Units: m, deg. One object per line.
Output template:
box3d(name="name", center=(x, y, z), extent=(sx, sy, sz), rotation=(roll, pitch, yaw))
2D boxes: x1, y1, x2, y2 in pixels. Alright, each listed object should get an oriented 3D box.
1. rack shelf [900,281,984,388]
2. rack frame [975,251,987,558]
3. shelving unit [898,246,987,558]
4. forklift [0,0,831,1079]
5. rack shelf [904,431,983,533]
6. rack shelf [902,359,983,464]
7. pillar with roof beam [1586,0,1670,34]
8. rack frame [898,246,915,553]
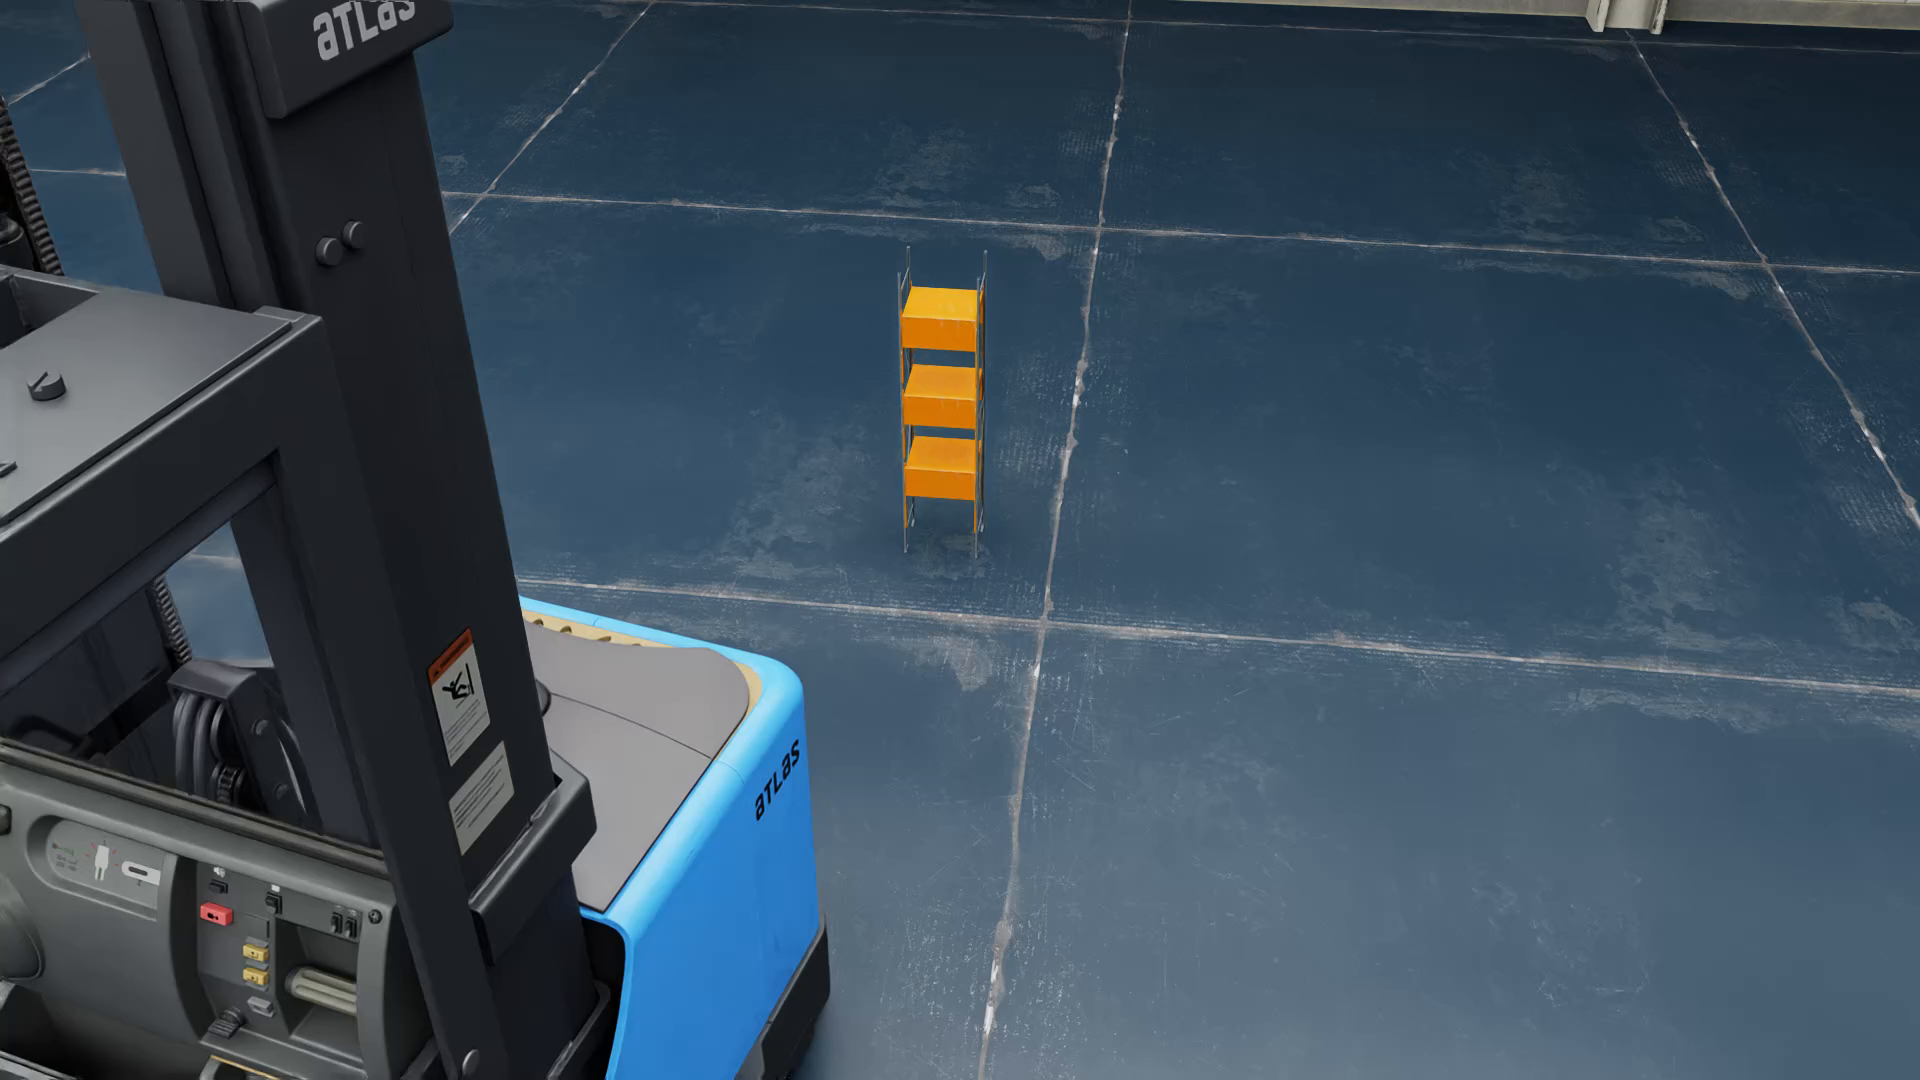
box3d(name="rack shelf", center=(-0.053, -0.654, 5.292), extent=(0.240, 0.259, 0.215), rotation=(4, 36, 6))
box3d(name="rack frame", center=(0.068, -0.422, 5.438), extent=(0.008, 1.050, 0.200), rotation=(4, 36, 6))
box3d(name="shelving unit", center=(-0.053, -0.431, 5.451), extent=(0.252, 1.050, 0.215), rotation=(4, 36, 6))
box3d(name="forklift", center=(-1.306, 0.650, 2.317), extent=(1.130, 2.935, 3.031), rotation=(12, 37, 16))
box3d(name="rack shelf", center=(-0.053, -0.196, 5.618), extent=(0.240, 0.259, 0.215), rotation=(4, 36, 6))
box3d(name="rack shelf", center=(-0.053, -0.423, 5.457), extent=(0.240, 0.259, 0.215), rotation=(4, 36, 6))
box3d(name="pillar with roof beam", center=(3.503, -4.334, 4.077), extent=(0.400, 9.000, 9.100), rotation=(4, 36, 6))
box3d(name="rack frame", center=(-0.174, -0.440, 5.463), extent=(0.008, 1.050, 0.200), rotation=(4, 36, 6))
